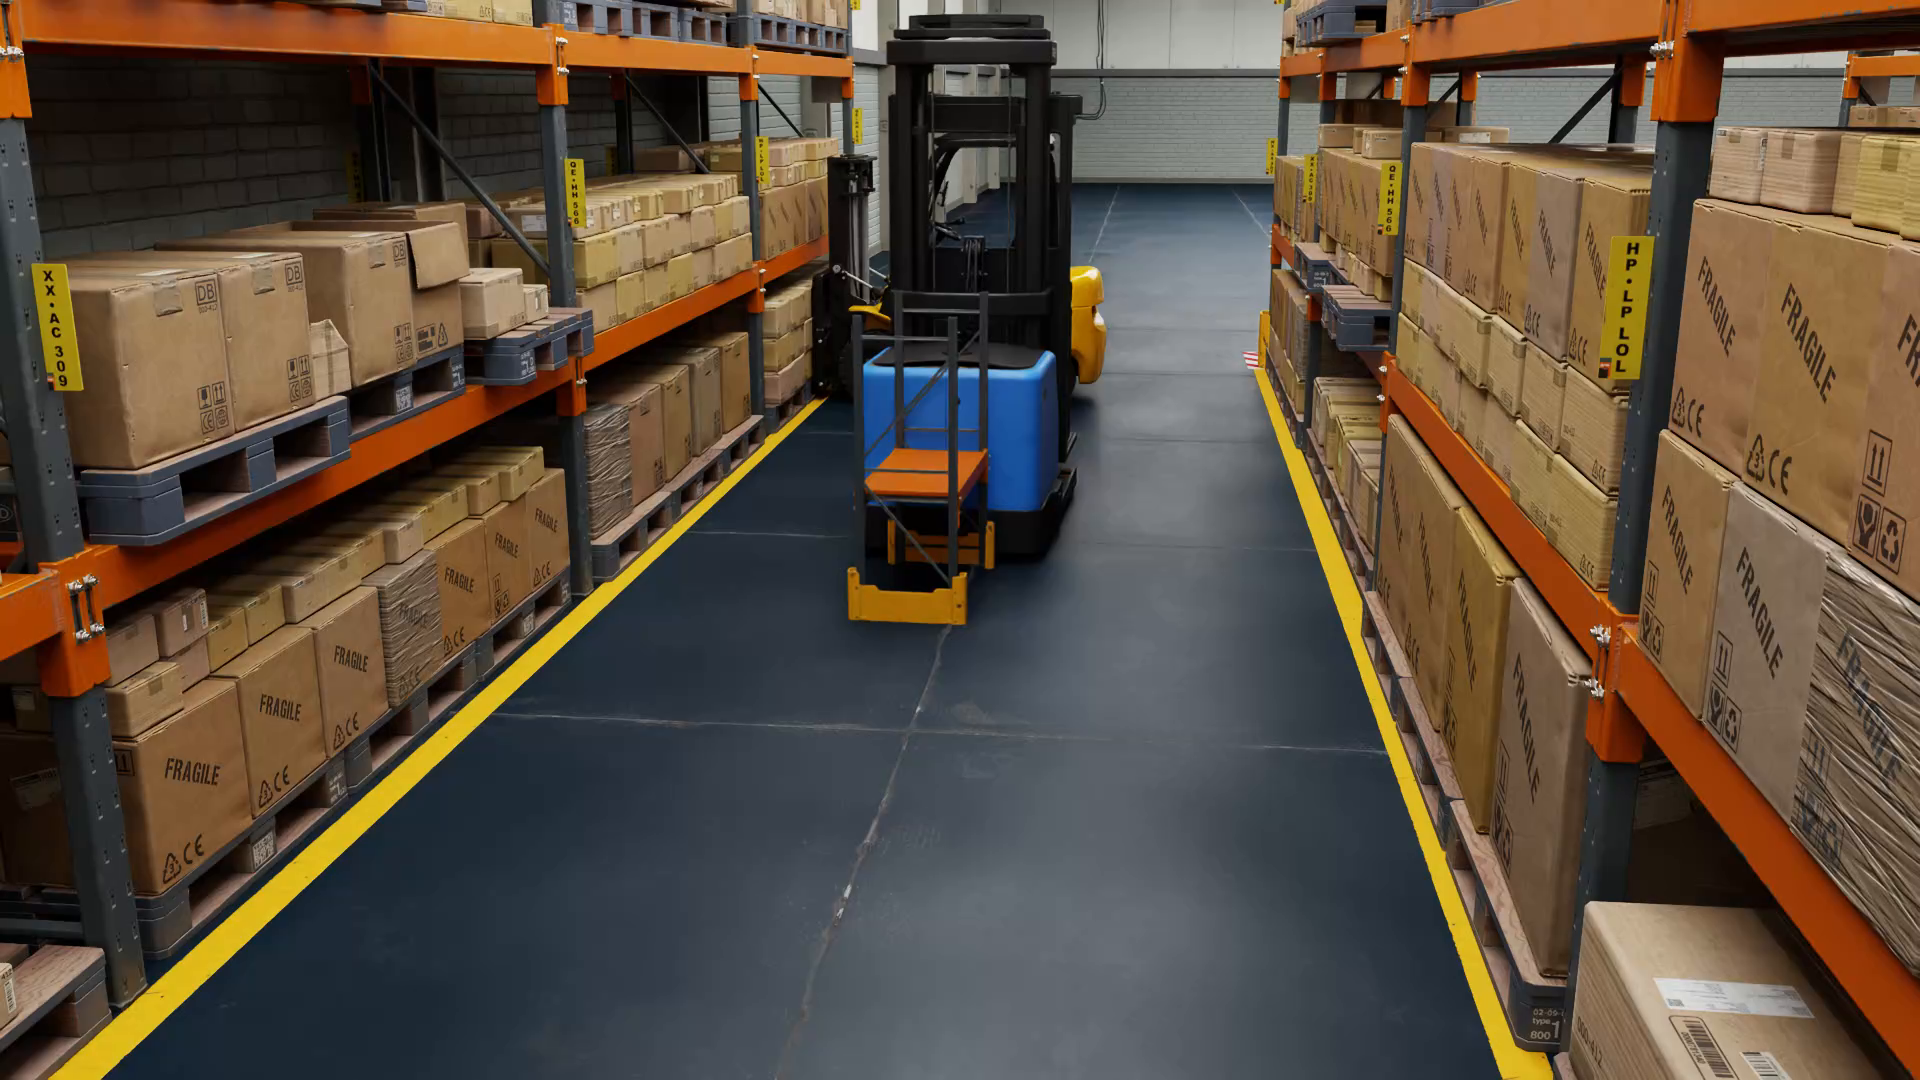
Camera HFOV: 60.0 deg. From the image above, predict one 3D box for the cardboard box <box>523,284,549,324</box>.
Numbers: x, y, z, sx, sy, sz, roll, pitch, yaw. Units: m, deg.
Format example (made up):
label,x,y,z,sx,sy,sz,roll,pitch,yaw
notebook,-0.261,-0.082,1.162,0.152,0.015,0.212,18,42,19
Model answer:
label,x,y,z,sx,sy,sz,roll,pitch,yaw
cardboard box,-2.105,-1.079,7.581,0.380,0.149,0.250,2,15,7

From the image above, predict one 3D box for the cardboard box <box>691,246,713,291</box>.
label,x,y,z,sx,sy,sz,roll,pitch,yaw
cardboard box,-1.895,-1.747,10.664,0.500,0.250,0.500,2,15,7

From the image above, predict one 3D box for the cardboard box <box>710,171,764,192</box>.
label,x,y,z,sx,sy,sz,roll,pitch,yaw
cardboard box,-1.663,-2.653,12.291,0.380,0.149,0.250,1,15,5

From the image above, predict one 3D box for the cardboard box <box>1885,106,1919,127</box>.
label,x,y,z,sx,sy,sz,roll,pitch,yaw
cardboard box,8.302,-3.342,13.919,0.875,0.550,0.550,2,15,6

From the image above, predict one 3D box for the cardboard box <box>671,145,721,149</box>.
label,x,y,z,sx,sy,sz,roll,pitch,yaw
cardboard box,-2.123,-3.079,13.299,0.380,0.149,0.250,1,15,5

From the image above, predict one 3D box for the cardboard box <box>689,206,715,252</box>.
label,x,y,z,sx,sy,sz,roll,pitch,yaw
cardboard box,-1.876,-1.984,10.583,0.500,0.250,0.500,2,15,7

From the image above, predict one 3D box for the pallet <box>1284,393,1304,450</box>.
label,x,y,z,sx,sy,sz,roll,pitch,yaw
pallet,3.013,-0.900,12.587,1.003,0.211,1.213,2,15,6

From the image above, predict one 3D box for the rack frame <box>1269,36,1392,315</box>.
label,x,y,z,sx,sy,sz,roll,pitch,yaw
rack frame,3.423,-3.109,15.411,1.000,3.000,0.127,2,15,6

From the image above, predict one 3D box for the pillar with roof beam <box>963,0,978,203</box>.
label,x,y,z,sx,sy,sz,roll,pitch,yaw
pillar with roof beam,4.502,-12.094,37.147,9.100,9.000,0.400,2,15,6

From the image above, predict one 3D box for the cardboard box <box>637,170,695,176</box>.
label,x,y,z,sx,sy,sz,roll,pitch,yaw
cardboard box,-2.179,-2.669,12.351,0.380,0.149,0.250,2,15,6

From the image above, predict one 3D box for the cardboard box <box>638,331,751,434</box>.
label,x,y,z,sx,sy,sz,roll,pitch,yaw
cardboard box,-2.008,-1.137,11.865,0.875,0.625,0.625,2,15,9

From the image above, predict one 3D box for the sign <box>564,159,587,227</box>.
label,x,y,z,sx,sy,sz,roll,pitch,yaw
sign,-1.871,-1.686,8.084,0.100,0.325,0.005,2,15,6

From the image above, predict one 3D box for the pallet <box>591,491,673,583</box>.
label,x,y,z,sx,sy,sz,roll,pitch,yaw
pallet,-2.280,-0.045,9.425,1.003,0.211,1.213,2,15,6

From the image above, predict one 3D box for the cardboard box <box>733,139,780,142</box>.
label,x,y,z,sx,sy,sz,roll,pitch,yaw
cardboard box,-1.838,-3.542,15.011,0.380,0.149,0.250,2,15,7

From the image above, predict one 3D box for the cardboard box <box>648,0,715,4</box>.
label,x,y,z,sx,sy,sz,roll,pitch,yaw
cardboard box,-1.783,-3.500,10.597,0.380,0.149,0.250,2,15,6

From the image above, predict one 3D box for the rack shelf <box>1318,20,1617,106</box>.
label,x,y,z,sx,sy,sz,roll,pitch,yaw
rack shelf,2.746,-2.653,9.359,1.077,0.370,4.000,2,15,6

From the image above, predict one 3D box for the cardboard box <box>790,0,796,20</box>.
label,x,y,z,sx,sy,sz,roll,pitch,yaw
cardboard box,-1.491,-4.226,13.061,0.396,0.266,0.258,1,15,5

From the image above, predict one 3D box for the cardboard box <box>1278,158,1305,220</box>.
label,x,y,z,sx,sy,sz,roll,pitch,yaw
cardboard box,3.039,-3.051,14.438,0.500,0.500,0.500,2,15,8

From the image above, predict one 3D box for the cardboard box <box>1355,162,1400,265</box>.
label,x,y,z,sx,sy,sz,roll,pitch,yaw
cardboard box,2.343,-1.689,8.595,0.500,0.500,0.500,1,15,5

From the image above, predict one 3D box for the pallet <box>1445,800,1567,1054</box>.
label,x,y,z,sx,sy,sz,roll,pitch,yaw
pallet,2.081,1.148,5.014,1.003,0.211,1.213,2,15,6

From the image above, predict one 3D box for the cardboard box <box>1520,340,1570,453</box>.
label,x,y,z,sx,sy,sz,roll,pitch,yaw
cardboard box,1.926,-0.416,4.785,0.500,0.250,0.500,2,15,8

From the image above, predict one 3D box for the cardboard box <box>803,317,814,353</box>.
label,x,y,z,sx,sy,sz,roll,pitch,yaw
cardboard box,-1.476,-1.710,13.745,0.500,0.250,0.500,2,15,6

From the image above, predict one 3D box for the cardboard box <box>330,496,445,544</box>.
label,x,y,z,sx,sy,sz,roll,pitch,yaw
cardboard box,-2.392,-0.082,6.960,0.380,0.149,0.250,1,15,5

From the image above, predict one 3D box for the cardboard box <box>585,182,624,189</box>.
label,x,y,z,sx,sy,sz,roll,pitch,yaw
cardboard box,-2.386,-2.229,10.726,0.380,0.149,0.250,2,15,6

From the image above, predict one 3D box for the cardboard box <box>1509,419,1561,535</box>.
label,x,y,z,sx,sy,sz,roll,pitch,yaw
cardboard box,1.928,-0.180,4.867,0.500,0.250,0.500,1,15,5

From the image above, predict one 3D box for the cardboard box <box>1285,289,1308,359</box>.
label,x,y,z,sx,sy,sz,roll,pitch,yaw
cardboard box,2.884,-1.734,13.355,0.500,0.500,0.500,3,15,9

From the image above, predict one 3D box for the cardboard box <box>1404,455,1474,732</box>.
label,x,y,z,sx,sy,sz,roll,pitch,yaw
cardboard box,2.255,0.197,6.452,0.875,0.875,0.875,2,15,7

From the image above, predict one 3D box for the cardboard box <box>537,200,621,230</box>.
label,x,y,z,sx,sy,sz,roll,pitch,yaw
cardboard box,-2.051,-1.751,8.957,0.380,0.149,0.250,2,15,8

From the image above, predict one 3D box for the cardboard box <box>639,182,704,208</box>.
label,x,y,z,sx,sy,sz,roll,pitch,yaw
cardboard box,-1.859,-2.215,10.673,0.380,0.149,0.250,1,15,5

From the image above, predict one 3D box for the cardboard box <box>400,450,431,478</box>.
label,x,y,z,sx,sy,sz,roll,pitch,yaw
cardboard box,-2.780,-0.362,7.996,0.380,0.149,0.250,2,15,9

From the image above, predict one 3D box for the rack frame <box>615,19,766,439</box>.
label,x,y,z,sx,sy,sz,roll,pitch,yaw
rack frame,-1.960,-2.216,12.112,1.000,3.000,0.127,2,15,6

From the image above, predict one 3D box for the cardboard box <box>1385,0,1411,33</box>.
label,x,y,z,sx,sy,sz,roll,pitch,yaw
cardboard box,2.664,-2.928,8.799,0.797,0.503,0.637,2,15,6

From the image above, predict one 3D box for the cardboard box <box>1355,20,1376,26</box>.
label,x,y,z,sx,sy,sz,roll,pitch,yaw
cardboard box,2.754,-3.713,11.618,0.500,0.250,0.500,2,15,6

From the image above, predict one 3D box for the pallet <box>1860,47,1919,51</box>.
label,x,y,z,sx,sy,sz,roll,pitch,yaw
pallet,8.280,-4.201,13.877,1.003,0.211,1.213,2,15,6

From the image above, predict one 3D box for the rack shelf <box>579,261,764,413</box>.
label,x,y,z,sx,sy,sz,roll,pitch,yaw
rack shelf,-2.186,-1.350,10.287,1.077,0.370,4.000,2,15,6

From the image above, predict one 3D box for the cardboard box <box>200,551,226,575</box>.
label,x,y,z,sx,sy,sz,roll,pitch,yaw
cardboard box,-3.004,0.108,6.256,0.380,0.149,0.250,2,15,7

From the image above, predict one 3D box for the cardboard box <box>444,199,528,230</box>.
label,x,y,z,sx,sy,sz,roll,pitch,yaw
cardboard box,-2.568,-1.767,9.016,0.380,0.149,0.250,2,15,6

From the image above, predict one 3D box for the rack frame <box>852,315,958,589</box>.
label,x,y,z,sx,sy,sz,roll,pitch,yaw
rack frame,-0.259,-0.326,7.996,0.500,1.500,0.032,2,15,9

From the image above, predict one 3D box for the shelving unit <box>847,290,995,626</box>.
label,x,y,z,sx,sy,sz,roll,pitch,yaw
shelving unit,-0.181,-0.455,8.472,0.587,1.500,1.083,2,15,9

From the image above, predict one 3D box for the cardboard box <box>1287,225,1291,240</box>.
label,x,y,z,sx,sy,sz,roll,pitch,yaw
cardboard box,2.984,-2.640,14.161,0.380,0.149,0.250,2,15,8

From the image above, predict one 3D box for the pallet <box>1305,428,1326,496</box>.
label,x,y,z,sx,sy,sz,roll,pitch,yaw
pallet,2.886,-0.523,11.192,1.003,0.211,1.213,2,15,6

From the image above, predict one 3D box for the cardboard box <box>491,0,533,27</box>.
label,x,y,z,sx,sy,sz,roll,pitch,yaw
cardboard box,-2.228,-2.414,7.385,0.500,0.250,0.500,1,15,4

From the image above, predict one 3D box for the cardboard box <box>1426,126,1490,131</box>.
label,x,y,z,sx,sy,sz,roll,pitch,yaw
cardboard box,3.079,-2.473,10.254,0.380,0.149,0.250,1,15,5

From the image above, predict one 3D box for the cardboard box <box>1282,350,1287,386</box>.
label,x,y,z,sx,sy,sz,roll,pitch,yaw
cardboard box,2.884,-1.378,13.474,0.500,0.250,0.500,2,15,7

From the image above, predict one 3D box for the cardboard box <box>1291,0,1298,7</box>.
label,x,y,z,sx,sy,sz,roll,pitch,yaw
cardboard box,2.976,-4.542,13.921,0.380,0.149,0.250,2,15,6

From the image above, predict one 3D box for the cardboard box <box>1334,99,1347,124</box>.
label,x,y,z,sx,sy,sz,roll,pitch,yaw
cardboard box,3.518,-3.513,14.231,0.700,0.500,0.500,2,15,7

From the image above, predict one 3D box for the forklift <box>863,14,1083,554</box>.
label,x,y,z,sx,sy,sz,roll,pitch,yaw
forklift,0.158,-1.677,10.249,1.130,2.935,3.031,2,15,9

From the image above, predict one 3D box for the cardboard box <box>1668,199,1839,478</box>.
label,x,y,z,sx,sy,sz,roll,pitch,yaw
cardboard box,1.775,-0.411,3.328,0.500,0.500,0.500,2,15,7

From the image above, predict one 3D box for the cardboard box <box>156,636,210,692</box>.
label,x,y,z,sx,sy,sz,roll,pitch,yaw
cardboard box,-2.604,0.390,5.214,0.380,0.149,0.250,1,15,5

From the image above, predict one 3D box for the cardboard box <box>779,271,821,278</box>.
label,x,y,z,sx,sy,sz,roll,pitch,yaw
cardboard box,-1.350,-2.219,14.671,0.500,0.250,0.500,2,15,7

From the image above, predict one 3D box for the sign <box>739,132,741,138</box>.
label,x,y,z,sx,sy,sz,roll,pitch,yaw
sign,-2.060,-3.728,15.891,0.100,0.325,0.005,2,15,6

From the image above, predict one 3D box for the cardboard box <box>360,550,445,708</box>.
label,x,y,z,sx,sy,sz,roll,pitch,yaw
cardboard box,-2.409,0.342,6.636,0.500,0.500,0.500,1,15,4

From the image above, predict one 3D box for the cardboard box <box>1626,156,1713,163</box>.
label,x,y,z,sx,sy,sz,roll,pitch,yaw
cardboard box,2.546,-1.030,5.617,0.500,0.500,0.500,1,15,5

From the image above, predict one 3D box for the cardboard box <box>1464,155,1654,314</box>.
label,x,y,z,sx,sy,sz,roll,pitch,yaw
cardboard box,2.042,-1.050,5.693,0.500,0.500,0.500,2,15,7

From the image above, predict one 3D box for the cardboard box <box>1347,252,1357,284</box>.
label,x,y,z,sx,sy,sz,roll,pitch,yaw
cardboard box,2.320,-1.482,9.074,0.380,0.149,0.250,2,15,7

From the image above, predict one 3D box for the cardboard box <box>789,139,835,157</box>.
label,x,y,z,sx,sy,sz,roll,pitch,yaw
cardboard box,-1.340,-3.526,14.952,0.380,0.149,0.250,2,15,8

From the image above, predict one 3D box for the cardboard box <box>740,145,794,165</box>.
label,x,y,z,sx,sy,sz,roll,pitch,yaw
cardboard box,-1.536,-3.064,13.243,0.380,0.149,0.250,1,15,5

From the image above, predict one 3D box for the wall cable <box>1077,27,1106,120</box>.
label,x,y,z,sx,sy,sz,roll,pitch,yaw
wall cable,2.548,-13.003,46.458,3.097,2.526,0.112,2,15,6
